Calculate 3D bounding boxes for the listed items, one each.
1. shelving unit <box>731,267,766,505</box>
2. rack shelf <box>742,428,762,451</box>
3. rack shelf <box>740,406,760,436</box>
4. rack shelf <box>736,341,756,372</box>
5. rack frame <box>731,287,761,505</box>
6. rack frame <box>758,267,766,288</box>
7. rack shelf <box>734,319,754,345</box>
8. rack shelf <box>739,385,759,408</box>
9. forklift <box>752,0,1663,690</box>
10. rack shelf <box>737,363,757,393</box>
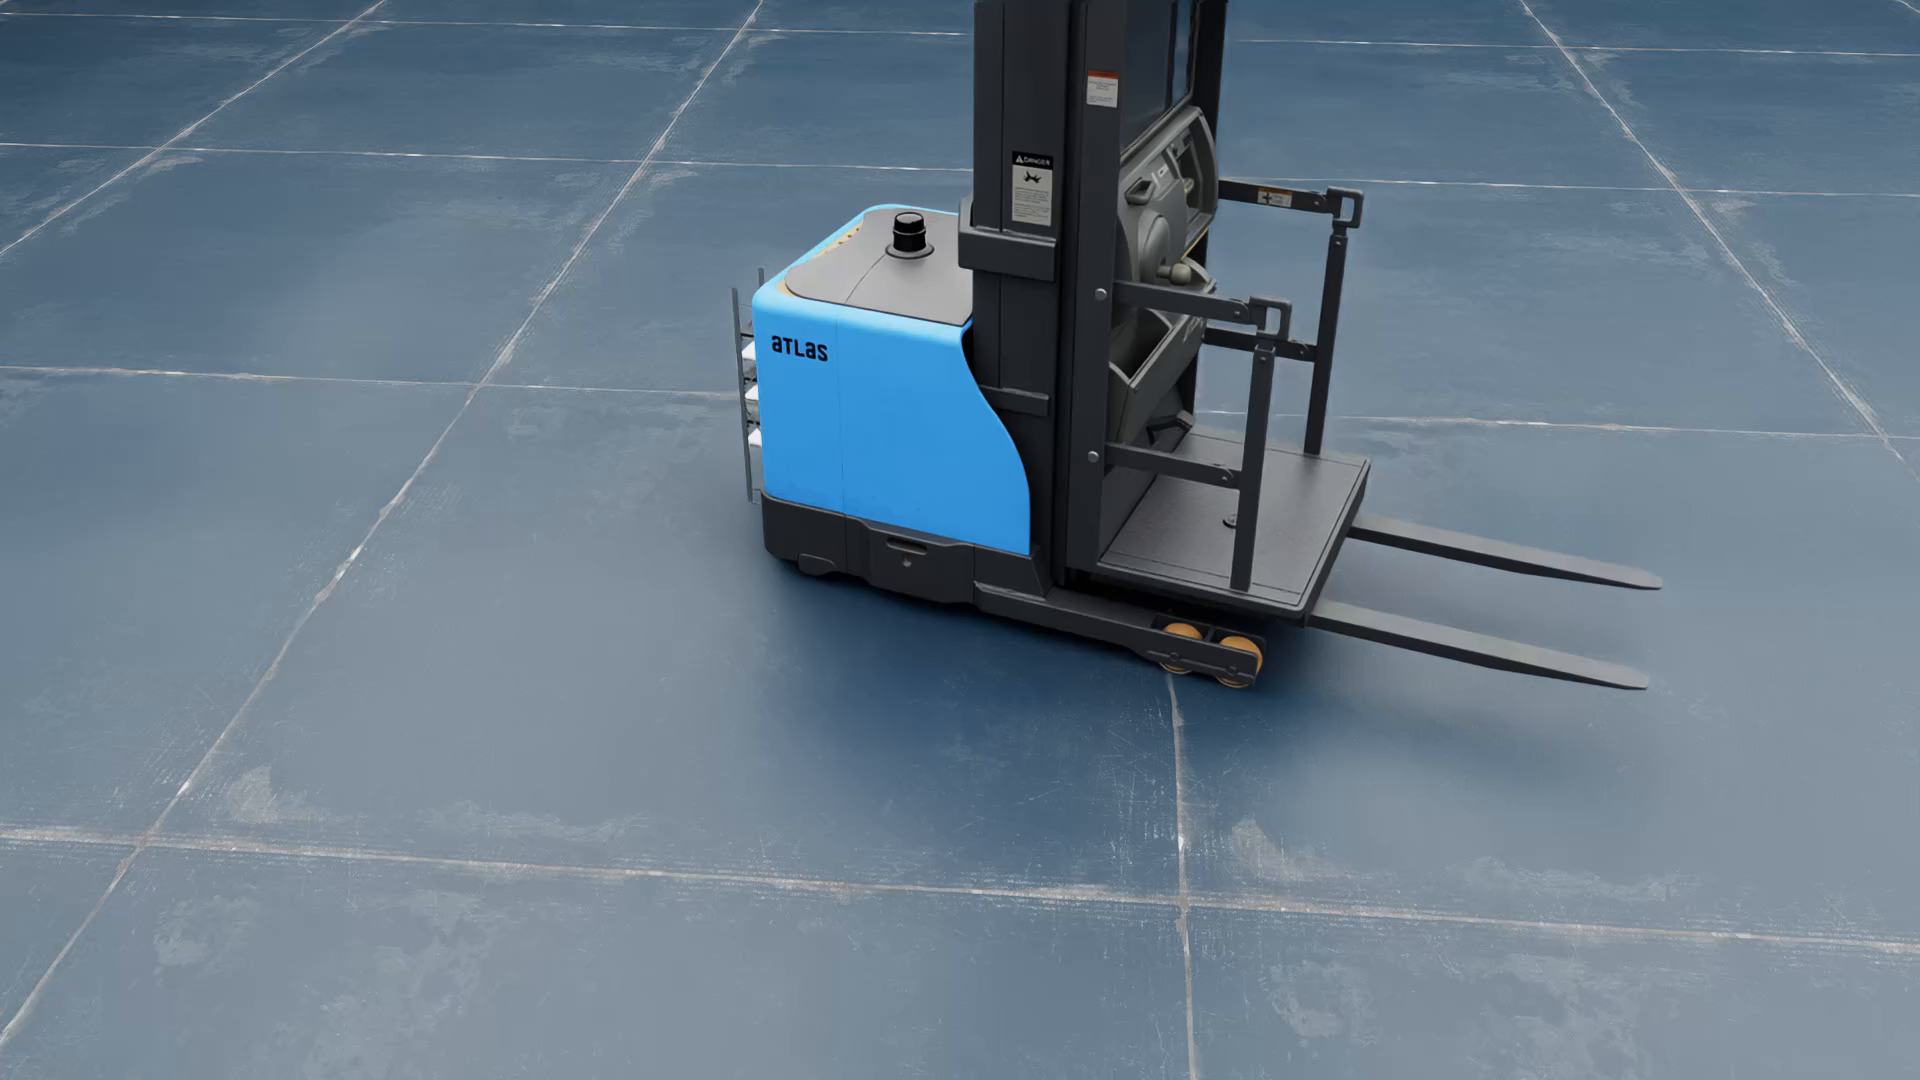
[{"bbox_3d":[-0.677,-0.558,6.298,0.258,0.900,0.210,12,34,19],"label":"shelving unit"},{"bbox_3d":[-0.677,-0.376,6.410,0.258,0.077,0.200,12,34,19],"label":"rack shelf"},{"bbox_3d":[-0.677,-0.453,6.363,0.258,0.077,0.200,12,34,19],"label":"rack shelf"},{"bbox_3d":[-0.677,-0.683,6.221,0.258,0.077,0.200,12,34,19],"label":"rack shelf"},{"bbox_3d":[-0.715,-0.509,6.218,0.240,0.900,0.006,12,34,19],"label":"rack frame"},{"bbox_3d":[-0.638,-0.607,6.378,0.240,0.900,0.006,12,34,19],"label":"rack frame"},{"bbox_3d":[-0.677,-0.760,6.174,0.258,0.077,0.200,12,34,19],"label":"rack shelf"},{"bbox_3d":[-0.677,-0.530,6.315,0.258,0.077,0.200,12,34,19],"label":"rack shelf"},{"bbox_3d":[0.848,-1.080,5.209,3.031,2.935,1.130,13,34,20],"label":"forklift"},{"bbox_3d":[-0.677,-0.606,6.268,0.258,0.077,0.200,12,34,19],"label":"rack shelf"}]
